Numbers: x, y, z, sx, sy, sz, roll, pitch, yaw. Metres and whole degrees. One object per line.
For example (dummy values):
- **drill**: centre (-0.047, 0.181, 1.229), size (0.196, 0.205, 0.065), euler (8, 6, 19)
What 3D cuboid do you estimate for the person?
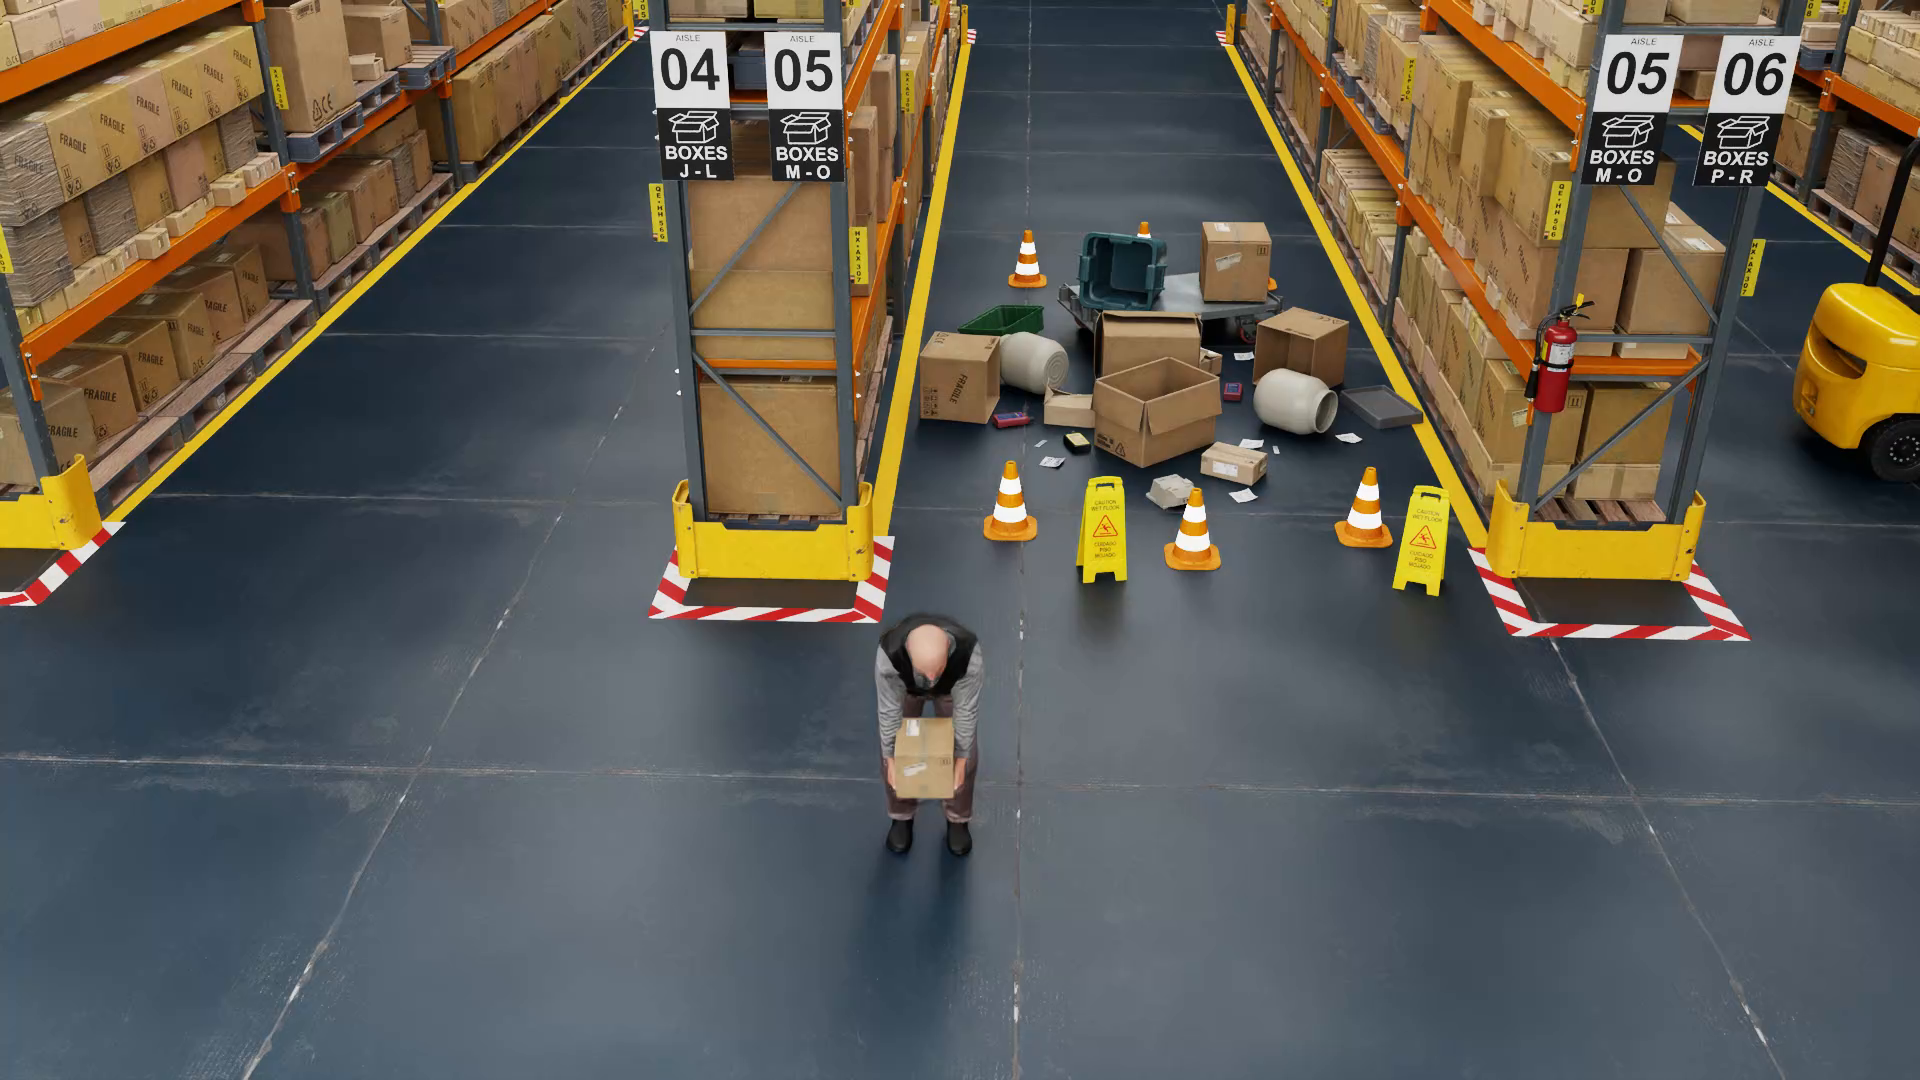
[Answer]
- **person**: centre (-0.133, 0.842, 7.363), size (0.472, 1.434, 0.832), euler (0, 28, 1)
